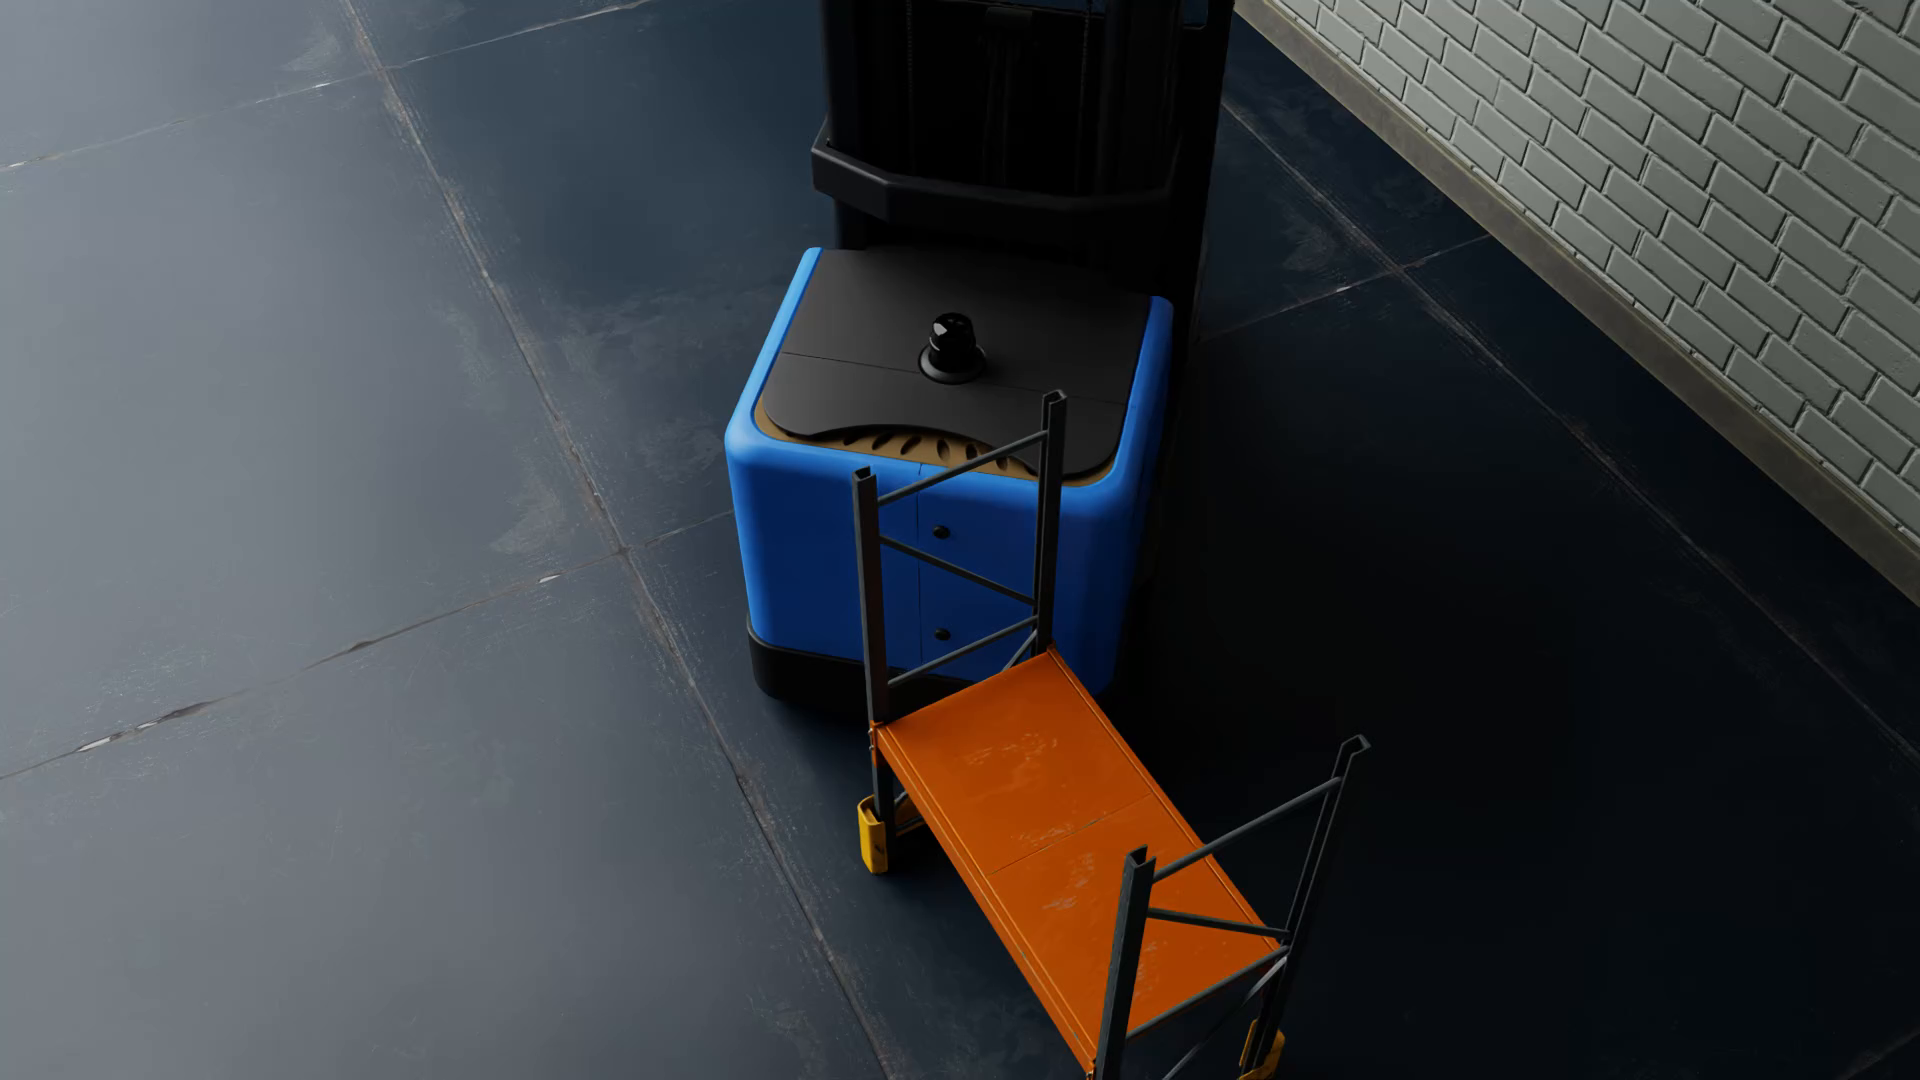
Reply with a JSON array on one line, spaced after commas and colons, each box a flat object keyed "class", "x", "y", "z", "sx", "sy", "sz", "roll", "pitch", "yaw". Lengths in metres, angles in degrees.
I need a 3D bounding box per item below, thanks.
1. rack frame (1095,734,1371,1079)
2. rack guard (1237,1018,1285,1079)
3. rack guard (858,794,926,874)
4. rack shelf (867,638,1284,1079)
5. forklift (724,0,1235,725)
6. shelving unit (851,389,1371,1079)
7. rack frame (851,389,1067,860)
[{"class": "rack frame", "x": 0.503, "y": 0.940, "z": 3.431, "sx": 0.500, "sy": 1.500, "sz": 0.032, "roll": -23, "pitch": 53, "yaw": -19}, {"class": "rack guard", "x": 0.493, "y": 1.339, "z": 3.913, "sx": 0.587, "sy": 0.250, "sz": 0.087, "roll": -23, "pitch": 53, "yaw": -19}, {"class": "rack guard", "x": 0.004, "y": 0.686, "z": 4.484, "sx": 0.587, "sy": 0.250, "sz": 0.087, "roll": -23, "pitch": 53, "yaw": -19}, {"class": "rack shelf", "x": 0.253, "y": 0.725, "z": 3.858, "sx": 0.538, "sy": 0.185, "sz": 1.000, "roll": -23, "pitch": 53, "yaw": -19}, {"class": "forklift", "x": 0.224, "y": -1.504, "z": 4.618, "sx": 1.130, "sy": 2.935, "sz": 3.031, "roll": 9, "pitch": 50, "yaw": 8}, {"class": "shelving unit", "x": 0.248, "y": 0.601, "z": 3.728, "sx": 0.587, "sy": 1.500, "sz": 1.083, "roll": -23, "pitch": 53, "yaw": -19}, {"class": "rack frame", "x": 0.003, "y": 0.274, "z": 4.014, "sx": 0.500, "sy": 1.500, "sz": 0.032, "roll": -23, "pitch": 53, "yaw": -19}]
